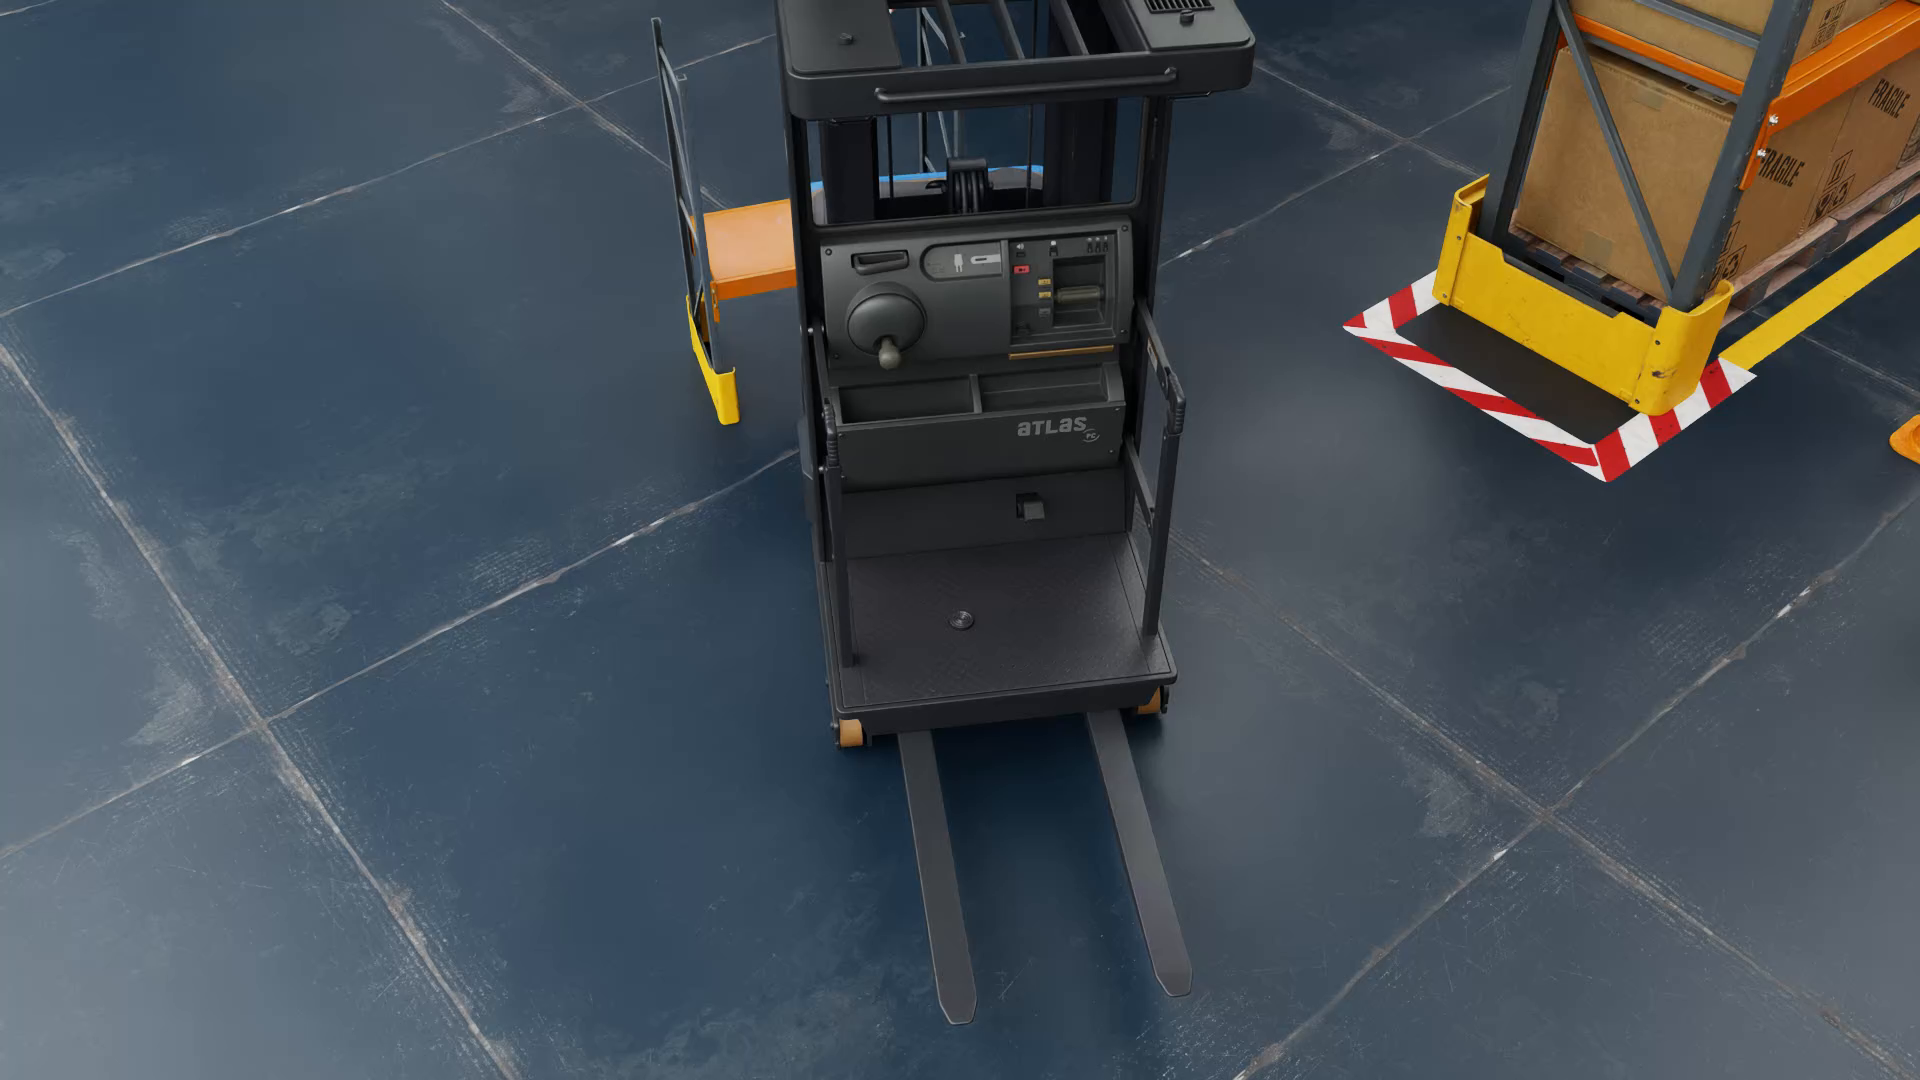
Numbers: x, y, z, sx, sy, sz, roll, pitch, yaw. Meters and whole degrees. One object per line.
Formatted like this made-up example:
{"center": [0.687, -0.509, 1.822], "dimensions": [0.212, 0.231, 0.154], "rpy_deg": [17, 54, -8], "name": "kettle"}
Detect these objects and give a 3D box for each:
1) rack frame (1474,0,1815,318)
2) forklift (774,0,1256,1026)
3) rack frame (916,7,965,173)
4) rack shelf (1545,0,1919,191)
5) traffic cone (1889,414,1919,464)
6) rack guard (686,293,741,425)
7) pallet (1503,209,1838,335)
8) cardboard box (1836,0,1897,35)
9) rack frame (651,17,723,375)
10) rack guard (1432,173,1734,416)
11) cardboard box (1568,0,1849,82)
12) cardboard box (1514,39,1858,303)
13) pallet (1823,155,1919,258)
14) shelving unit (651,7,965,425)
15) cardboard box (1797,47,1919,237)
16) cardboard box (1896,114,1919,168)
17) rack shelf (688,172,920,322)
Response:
{"center": [2.604, -1.973, 6.160], "dimensions": [0.127, 3.000, 1.000], "rpy_deg": [-30, 51, -28], "name": "rack frame"}
{"center": [0.089, -0.646, 4.797], "dimensions": [1.130, 2.935, 3.031], "rpy_deg": [-6, 43, -6], "name": "forklift"}
{"center": [-0.075, -1.428, 6.674], "dimensions": [0.032, 1.500, 0.500], "rpy_deg": [-13, 45, -13], "name": "rack frame"}
{"center": [4.138, -2.589, 7.341], "dimensions": [4.000, 0.370, 1.077], "rpy_deg": [-30, 51, -28], "name": "rack shelf"}
{"center": [3.923, -0.536, 6.483], "dimensions": [0.334, 0.463, 0.336], "rpy_deg": [-30, 51, -28], "name": "traffic cone"}
{"center": [-1.020, -0.755, 6.871], "dimensions": [0.087, 0.250, 0.587], "rpy_deg": [-13, 45, -13], "name": "rack guard"}
{"center": [3.168, -1.349, 7.532], "dimensions": [1.213, 0.211, 1.003], "rpy_deg": [-30, 51, -28], "name": "pallet"}
{"center": [3.268, -2.468, 6.577], "dimensions": [0.550, 0.550, 0.875], "rpy_deg": [-30, 51, -28], "name": "cardboard box"}
{"center": [-1.039, -1.206, 6.439], "dimensions": [0.032, 1.500, 0.500], "rpy_deg": [-13, 45, -13], "name": "rack frame"}
{"center": [2.586, -1.051, 7.004], "dimensions": [0.348, 0.500, 1.175], "rpy_deg": [-30, 51, -28], "name": "rack guard"}
{"center": [2.860, -2.215, 6.307], "dimensions": [0.550, 0.550, 0.875], "rpy_deg": [-30, 51, -28], "name": "cardboard box"}
{"center": [3.082, -1.684, 7.098], "dimensions": [0.875, 0.875, 0.875], "rpy_deg": [-29, 51, -28], "name": "cardboard box"}
{"center": [4.103, -1.882, 8.100], "dimensions": [1.213, 0.211, 1.003], "rpy_deg": [-30, 51, -28], "name": "pallet"}
{"center": [-0.548, -1.319, 6.559], "dimensions": [1.083, 1.500, 0.587], "rpy_deg": [-13, 45, -13], "name": "shelving unit"}
{"center": [3.756, -2.072, 7.510], "dimensions": [0.875, 0.875, 0.875], "rpy_deg": [-31, 51, -28], "name": "cardboard box"}
{"center": [4.456, -2.471, 7.935], "dimensions": [0.875, 0.875, 0.875], "rpy_deg": [-29, 51, -28], "name": "cardboard box"}
{"center": [-0.557, -1.186, 6.680], "dimensions": [1.000, 0.185, 0.538], "rpy_deg": [-13, 45, -13], "name": "rack shelf"}
